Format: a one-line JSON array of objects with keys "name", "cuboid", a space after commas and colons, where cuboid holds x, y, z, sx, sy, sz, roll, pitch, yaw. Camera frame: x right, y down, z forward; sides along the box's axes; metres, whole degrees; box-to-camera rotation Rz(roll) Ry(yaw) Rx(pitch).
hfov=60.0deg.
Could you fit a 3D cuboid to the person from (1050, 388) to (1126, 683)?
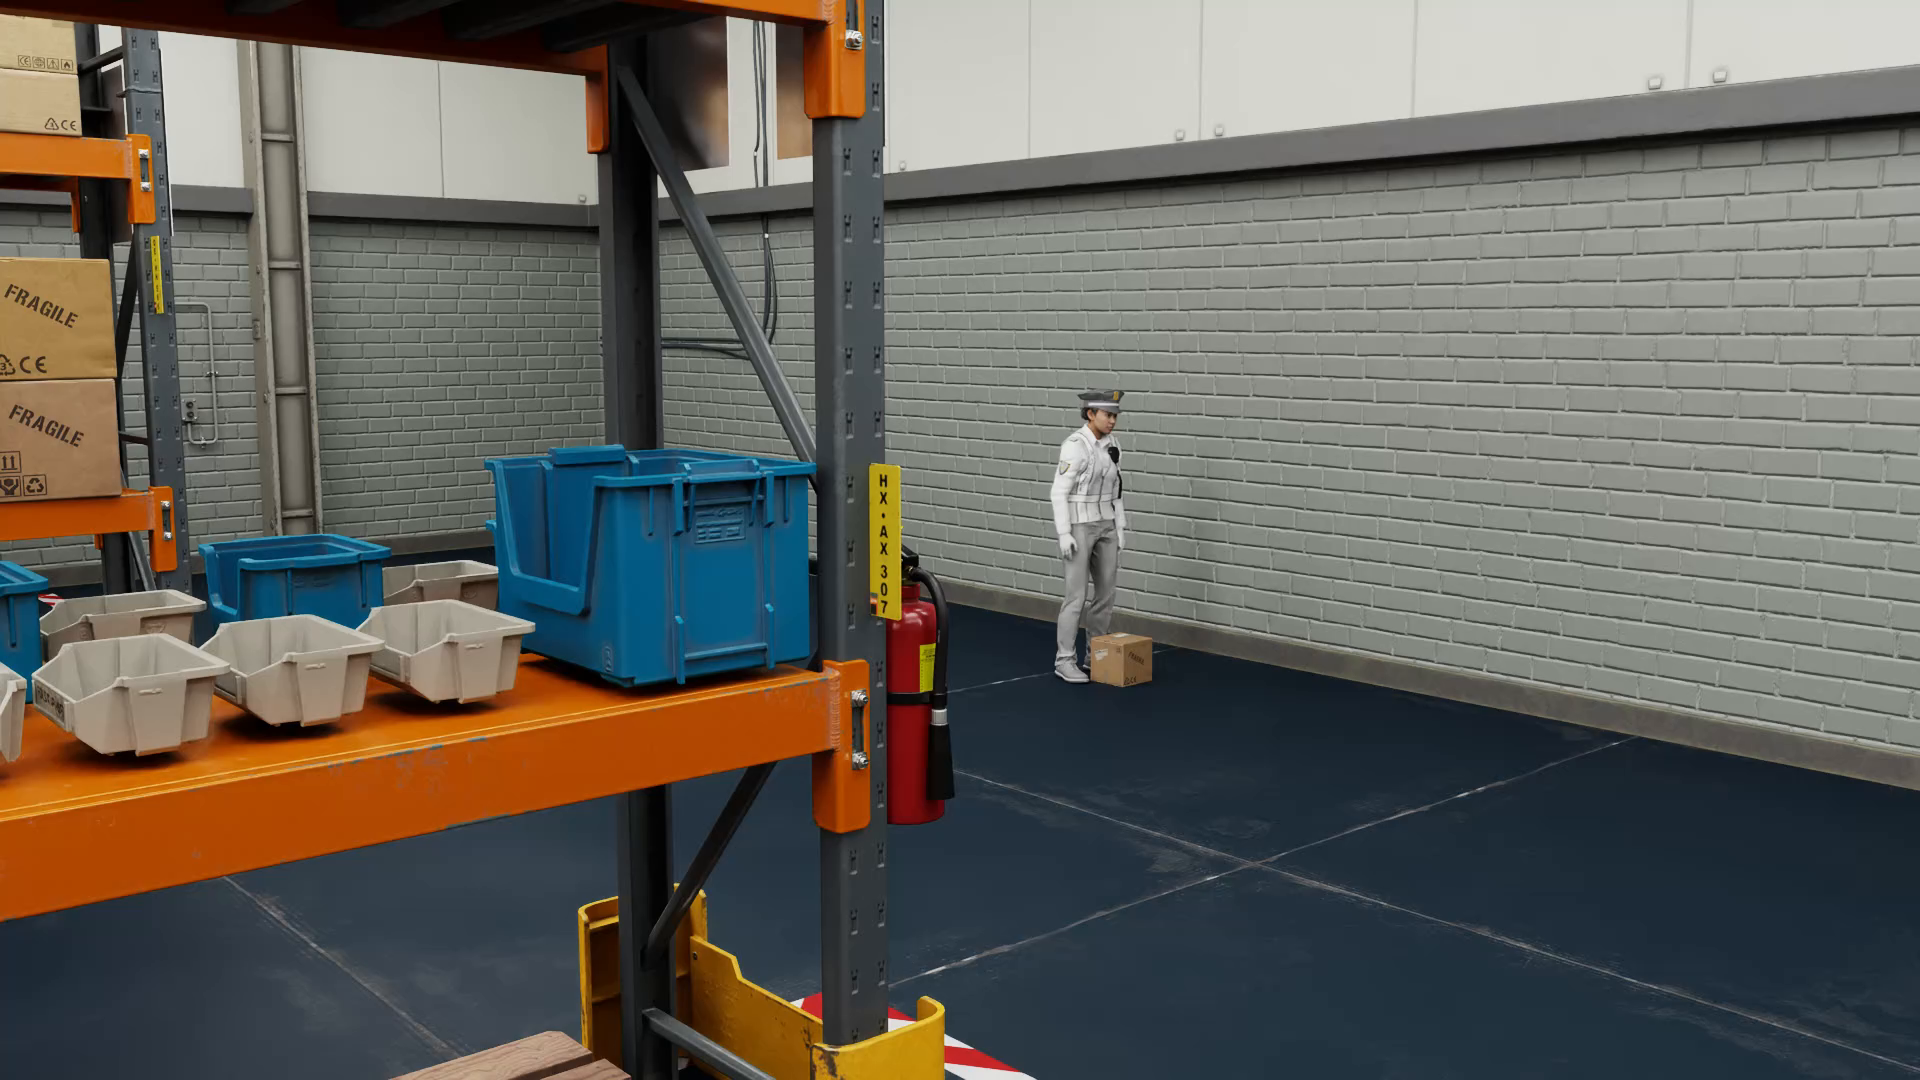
[{"name": "person", "cuboid": [0.752, -0.039, 9.578, 0.528, 1.661, 0.375, -6, 10, -41]}]
